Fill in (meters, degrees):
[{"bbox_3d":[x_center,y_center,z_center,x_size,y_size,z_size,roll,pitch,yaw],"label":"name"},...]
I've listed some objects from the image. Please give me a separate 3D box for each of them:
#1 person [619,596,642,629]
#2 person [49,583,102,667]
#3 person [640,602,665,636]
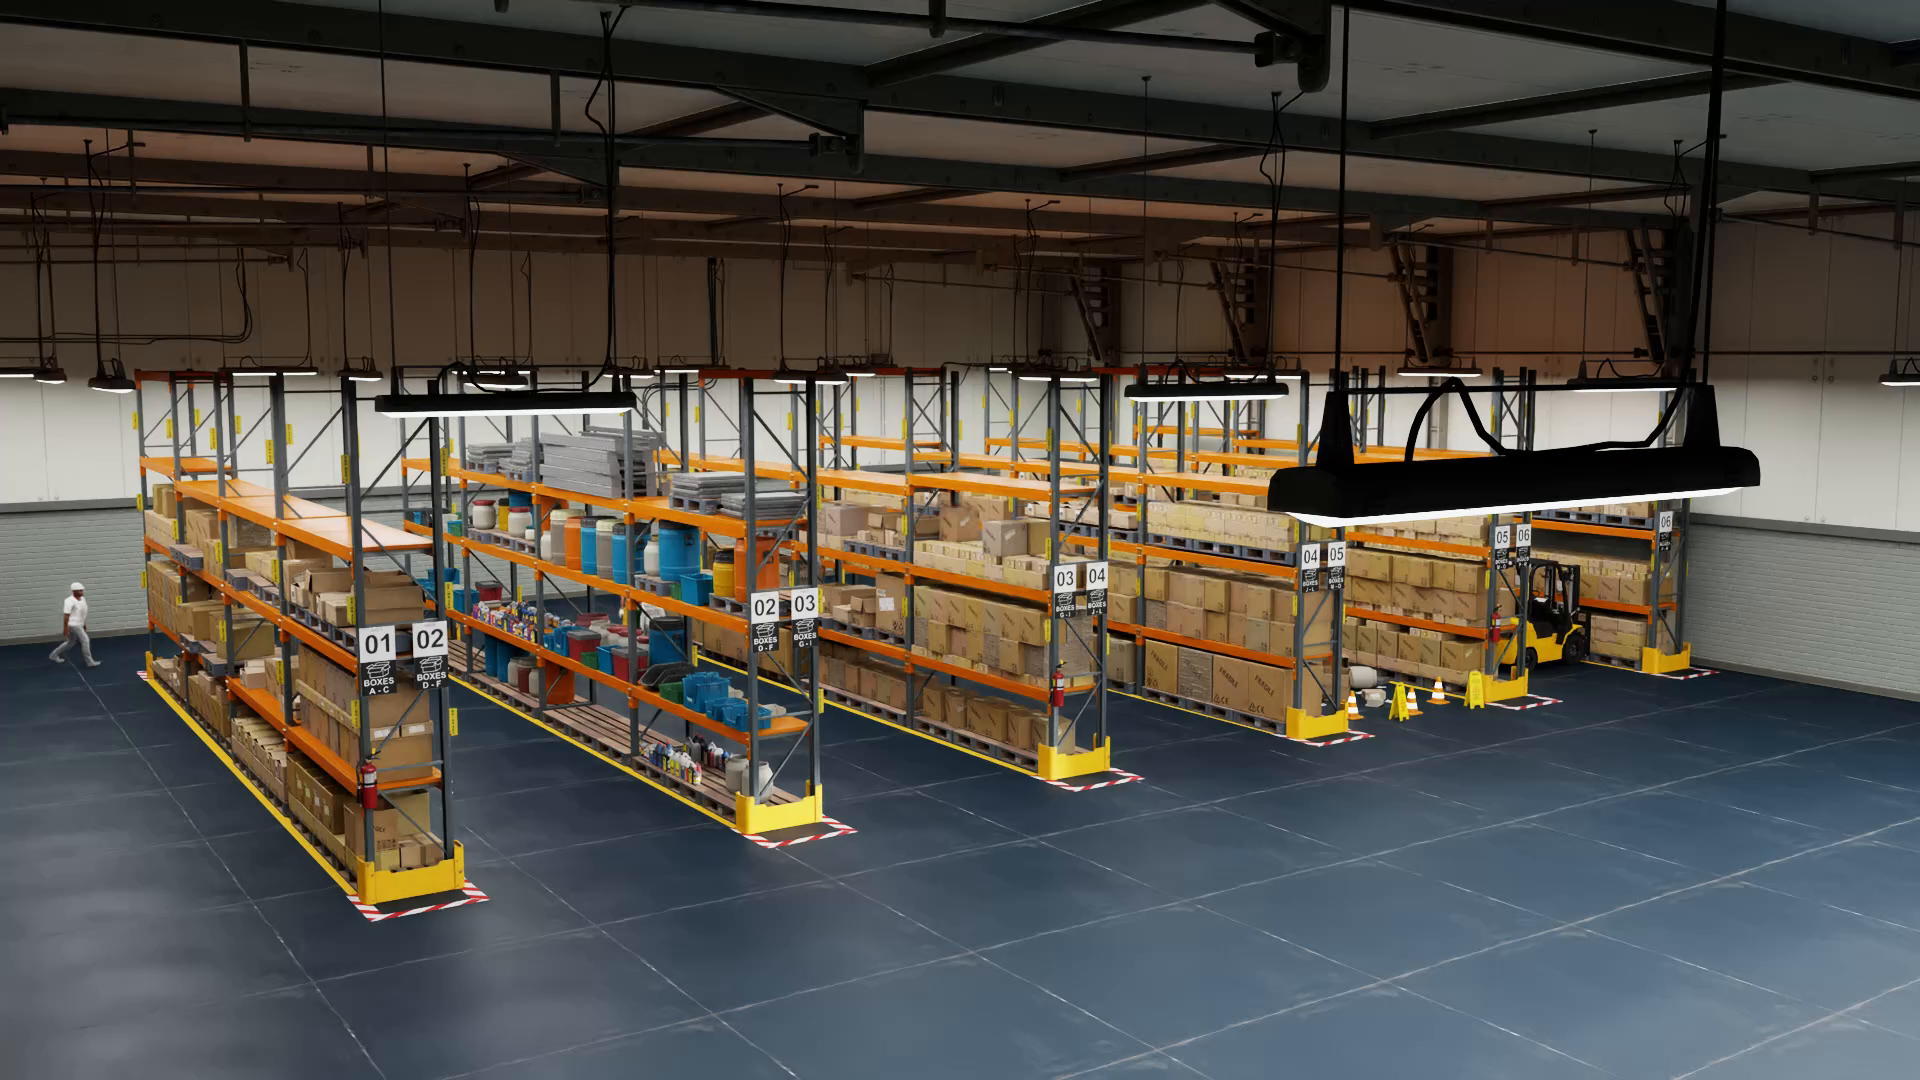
[{"bbox_3d":[-6.861,1.473,35.220,0.628,1.725,1.061,-4,8,-31],"label":"person"},{"bbox_3d":[-17.844,1.705,33.491,1.085,1.718,0.559,-1,6,-7],"label":"person"},{"bbox_3d":[-6.135,1.746,33.295,0.536,1.681,0.463,-1,6,-7],"label":"person"}]
